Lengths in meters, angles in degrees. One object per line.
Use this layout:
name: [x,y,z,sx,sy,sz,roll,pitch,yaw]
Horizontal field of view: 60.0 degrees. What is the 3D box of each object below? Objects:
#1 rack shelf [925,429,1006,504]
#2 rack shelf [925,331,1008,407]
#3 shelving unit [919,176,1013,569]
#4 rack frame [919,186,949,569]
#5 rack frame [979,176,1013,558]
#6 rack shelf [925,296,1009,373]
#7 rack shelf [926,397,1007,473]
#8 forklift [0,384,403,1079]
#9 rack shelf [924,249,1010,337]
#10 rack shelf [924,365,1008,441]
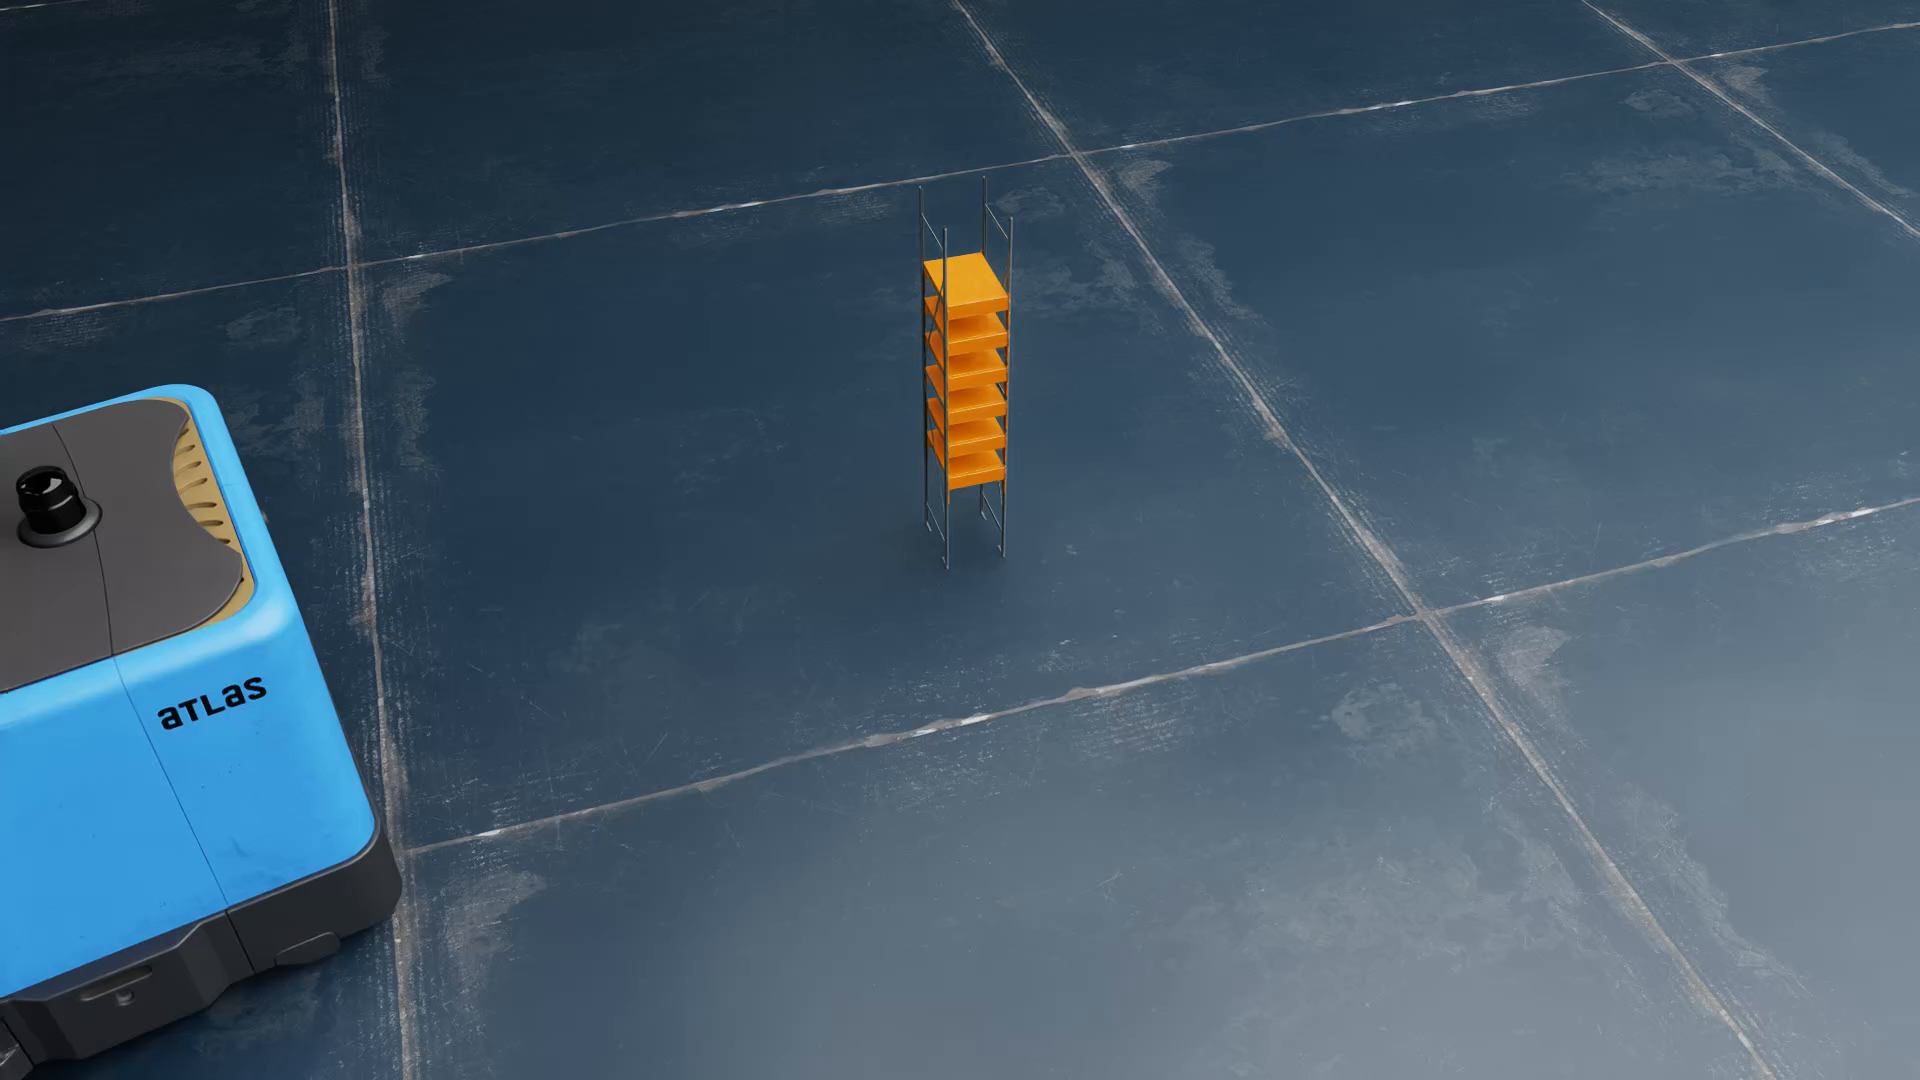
rack shelf: [0.014,-0.241,5.046,0.180,0.103,0.258,-12,42,-13]
rack shelf: [0.014,-0.512,4.809,0.180,0.103,0.258,-12,42,-13]
shelving unit: [0.014,-0.455,4.859,0.189,1.200,0.258,-12,42,-13]
rack frame: [-0.073,-0.437,4.838,0.006,1.200,0.240,-12,42,-13]
rack frame: [0.101,-0.473,4.879,0.006,1.200,0.240,-12,42,-13]
rack shelf: [0.014,-0.602,4.730,0.180,0.103,0.258,-12,42,-13]
rack shelf: [0.014,-0.331,4.967,0.180,0.103,0.258,-12,42,-13]
forklift: [-2.923,0.056,2.958,3.031,2.935,1.130,-21,45,-22]
rack shelf: [0.014,-0.692,4.651,0.180,0.103,0.258,-12,42,-13]
rack shelf: [0.014,-0.421,4.888,0.180,0.103,0.258,-12,42,-13]
